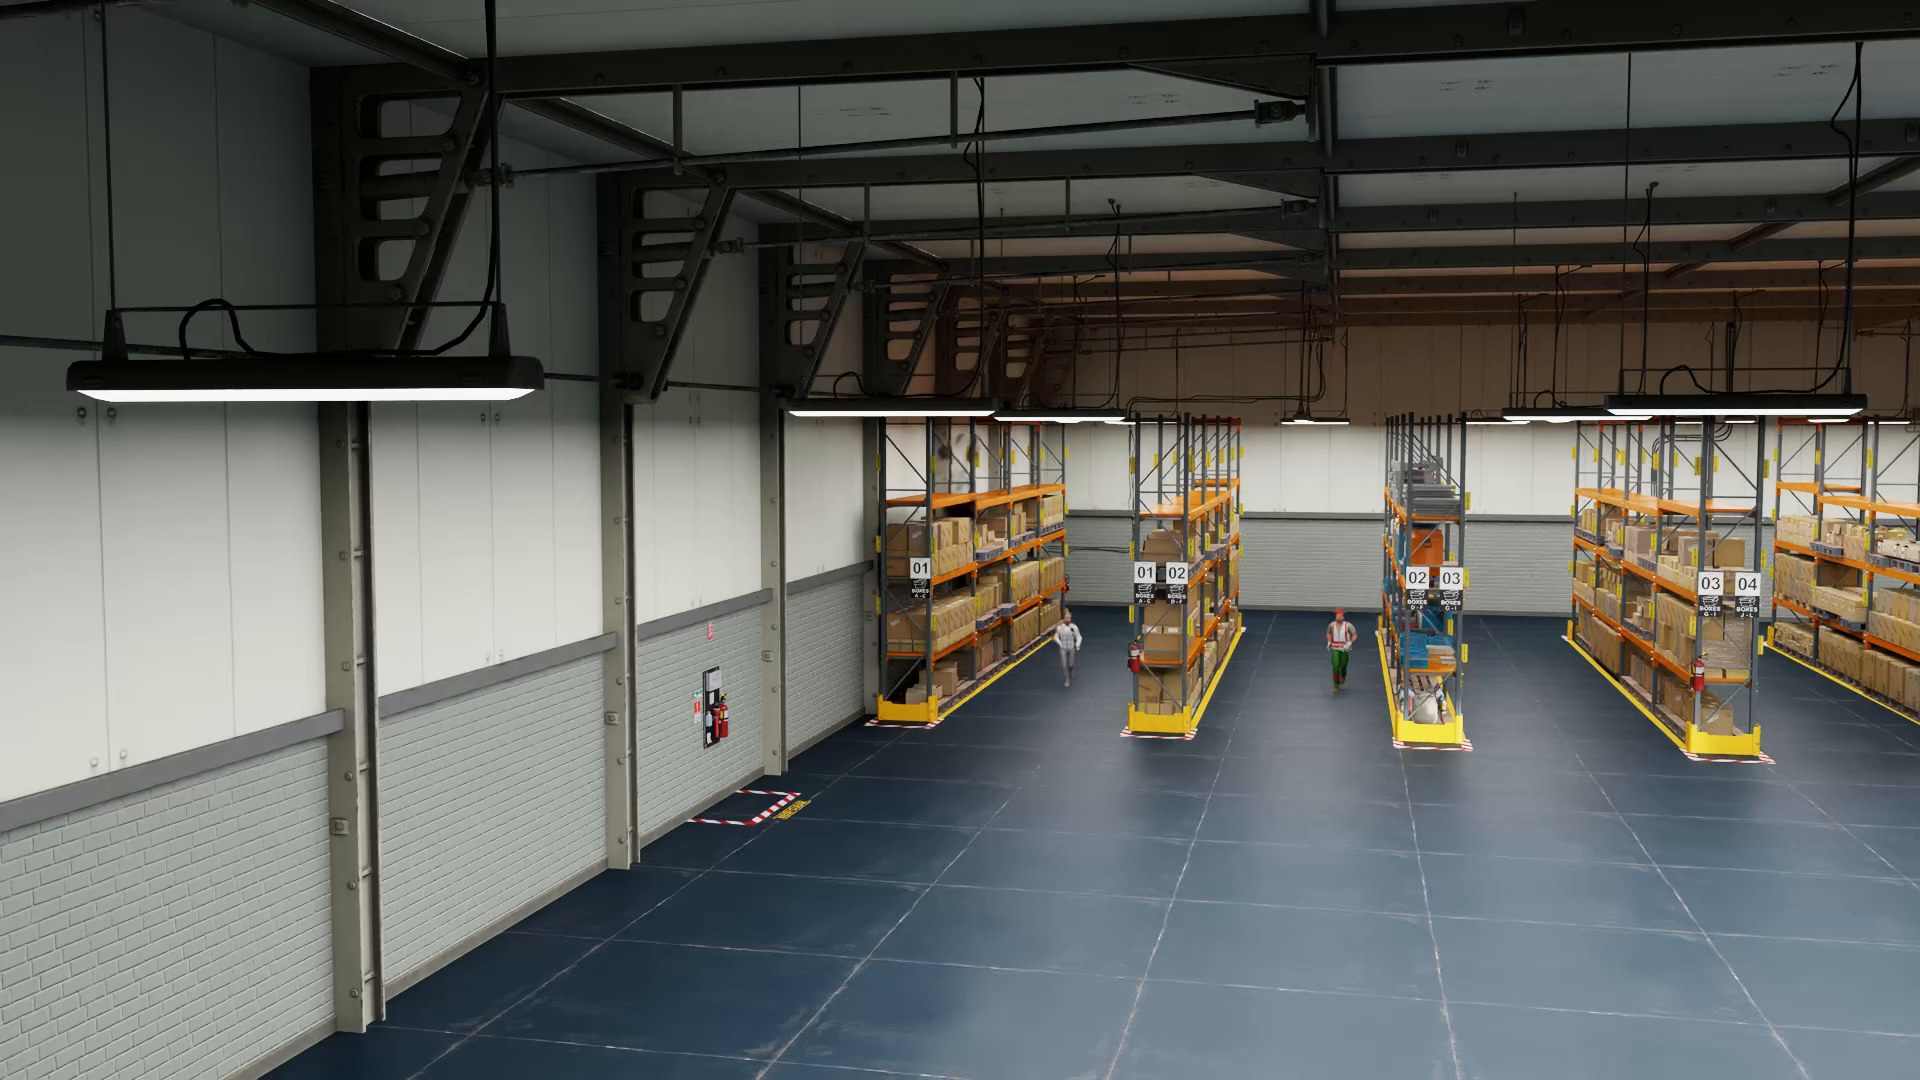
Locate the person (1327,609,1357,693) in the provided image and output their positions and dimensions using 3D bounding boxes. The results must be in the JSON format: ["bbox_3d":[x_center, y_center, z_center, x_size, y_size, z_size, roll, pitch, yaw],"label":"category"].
[{"bbox_3d":[8.300,2.399,36.184,0.660,1.808,0.803,1,4,21],"label":"person"}]

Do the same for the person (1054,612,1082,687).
[{"bbox_3d":[2.384,2.413,36.880,0.616,1.660,0.531,0,4,7],"label":"person"}]
